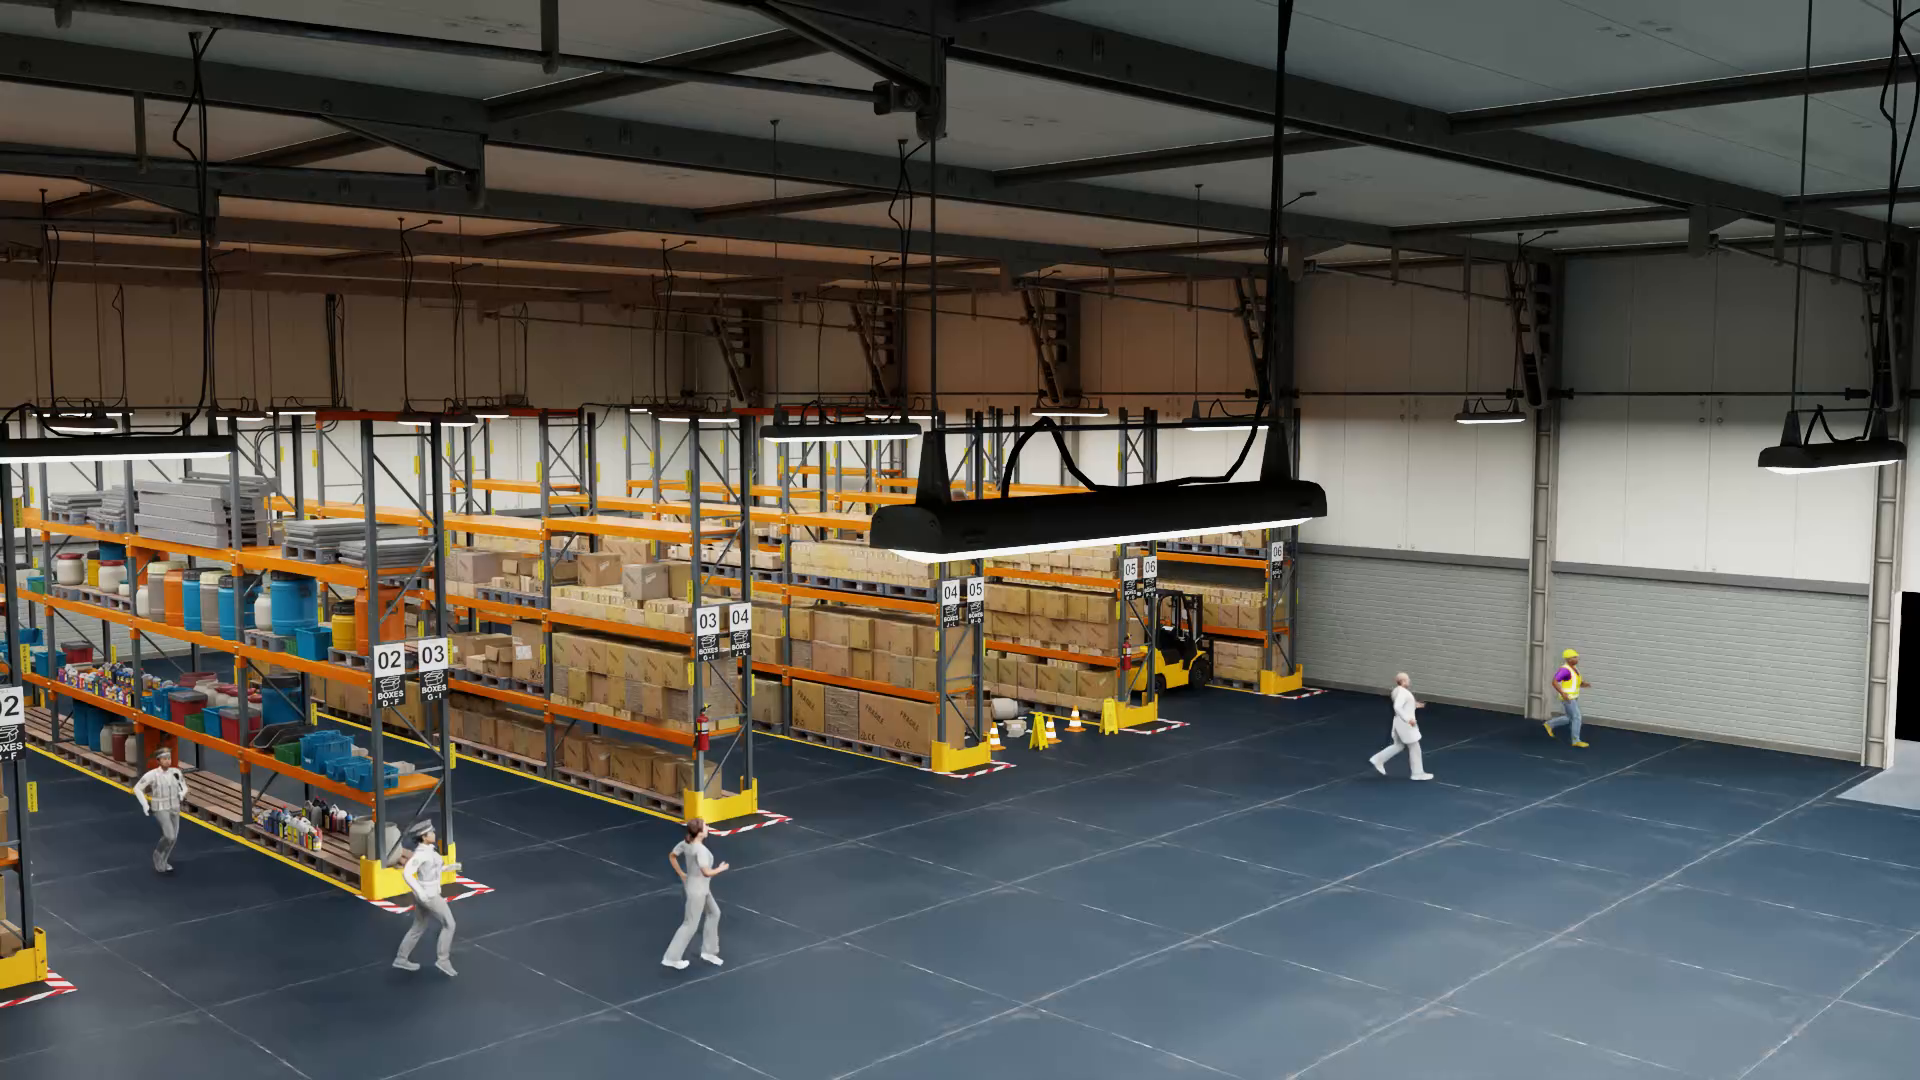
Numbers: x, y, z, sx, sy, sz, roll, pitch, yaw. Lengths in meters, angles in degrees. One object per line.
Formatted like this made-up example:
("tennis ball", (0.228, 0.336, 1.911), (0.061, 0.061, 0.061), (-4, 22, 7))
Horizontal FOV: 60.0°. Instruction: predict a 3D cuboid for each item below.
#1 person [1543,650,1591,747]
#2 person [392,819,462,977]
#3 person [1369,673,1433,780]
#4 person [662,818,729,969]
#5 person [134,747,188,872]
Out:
("person", (10.868, 2.820, 29.787), (0.831, 1.742, 0.705), (3, 6, 34))
("person", (-5.774, 3.897, 18.034), (0.731, 1.750, 0.582), (-2, 5, -23))
("person", (7.215, 3.034, 27.109), (1.035, 1.754, 0.713), (0, 5, -4))
("person", (-2.898, 3.885, 18.176), (0.764, 1.713, 0.553), (-2, 5, -23))
("person", (-10.428, 3.550, 21.867), (0.616, 1.660, 0.593), (3, 6, 34))
